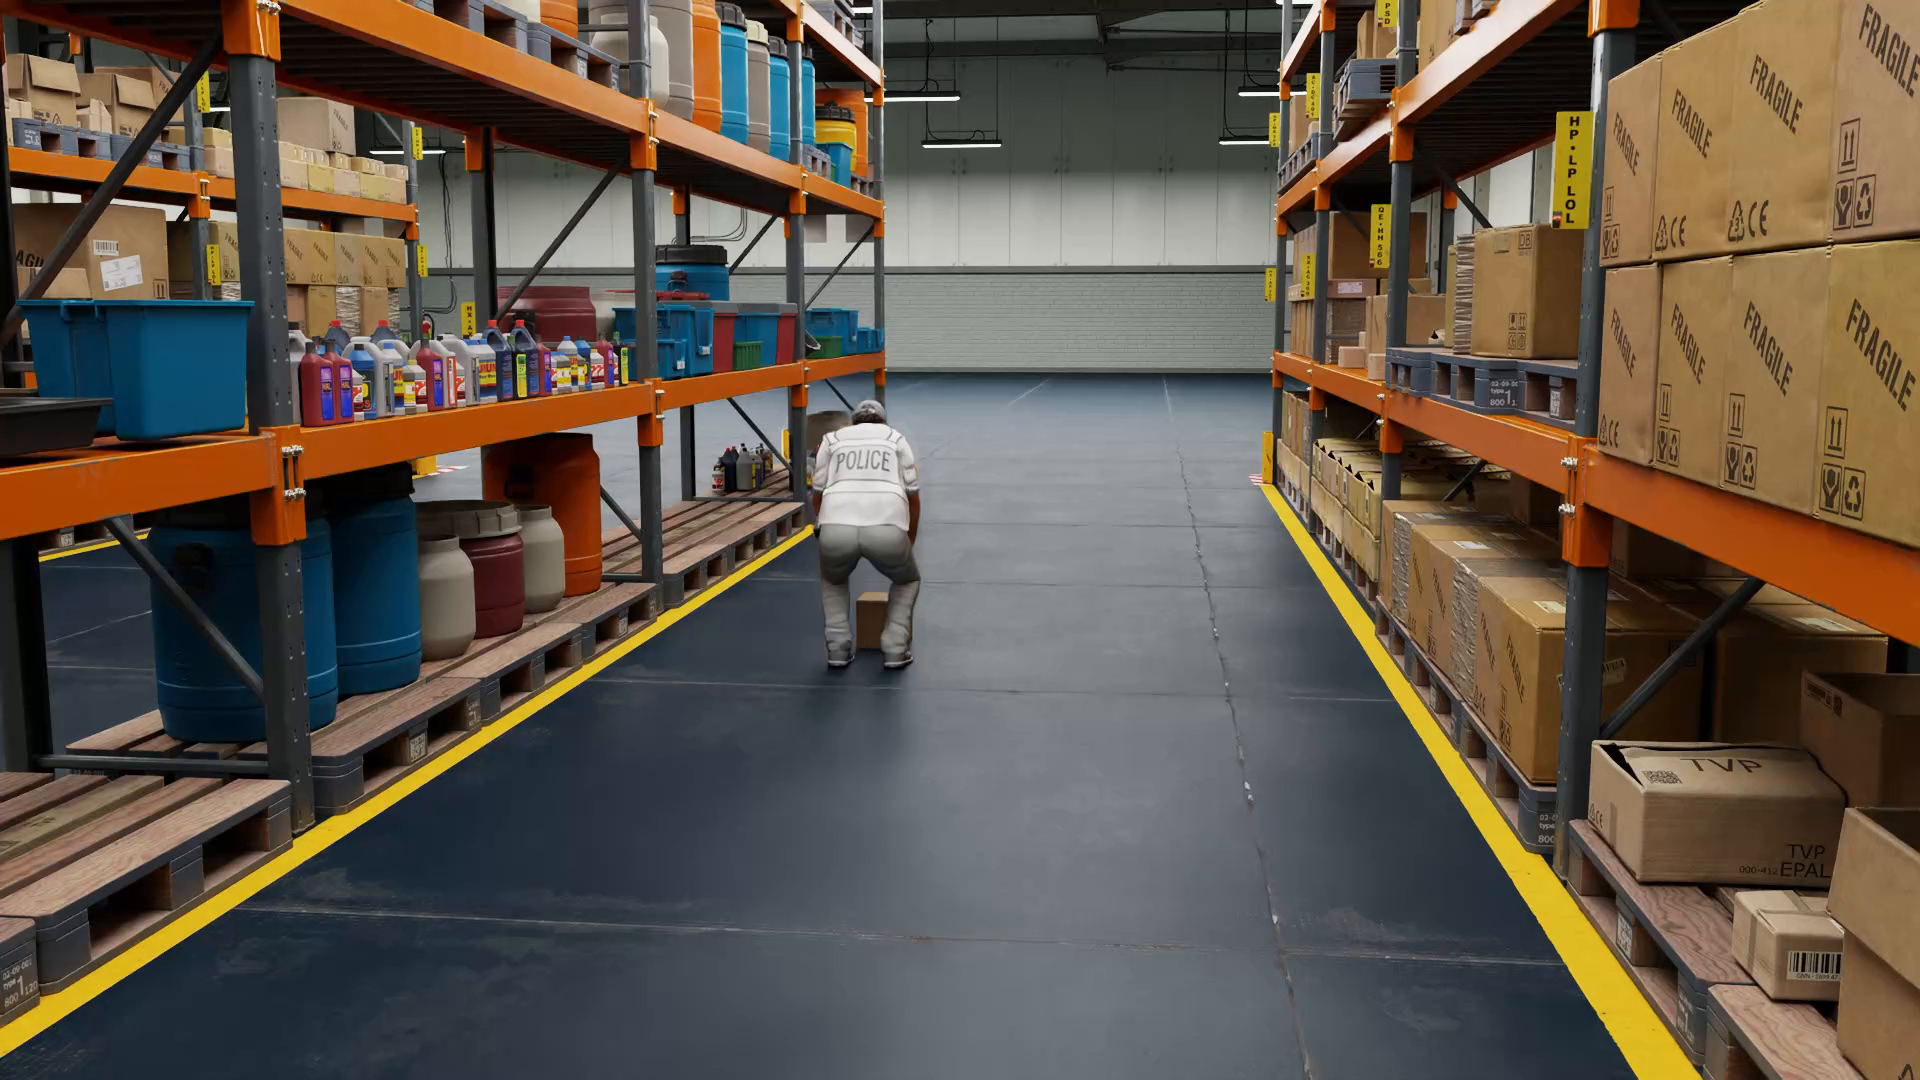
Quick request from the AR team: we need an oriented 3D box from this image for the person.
[{"bbox_3d":[-0.468,-0.032,8.048,0.538,1.265,0.765,1,8,6],"label":"person"}]
